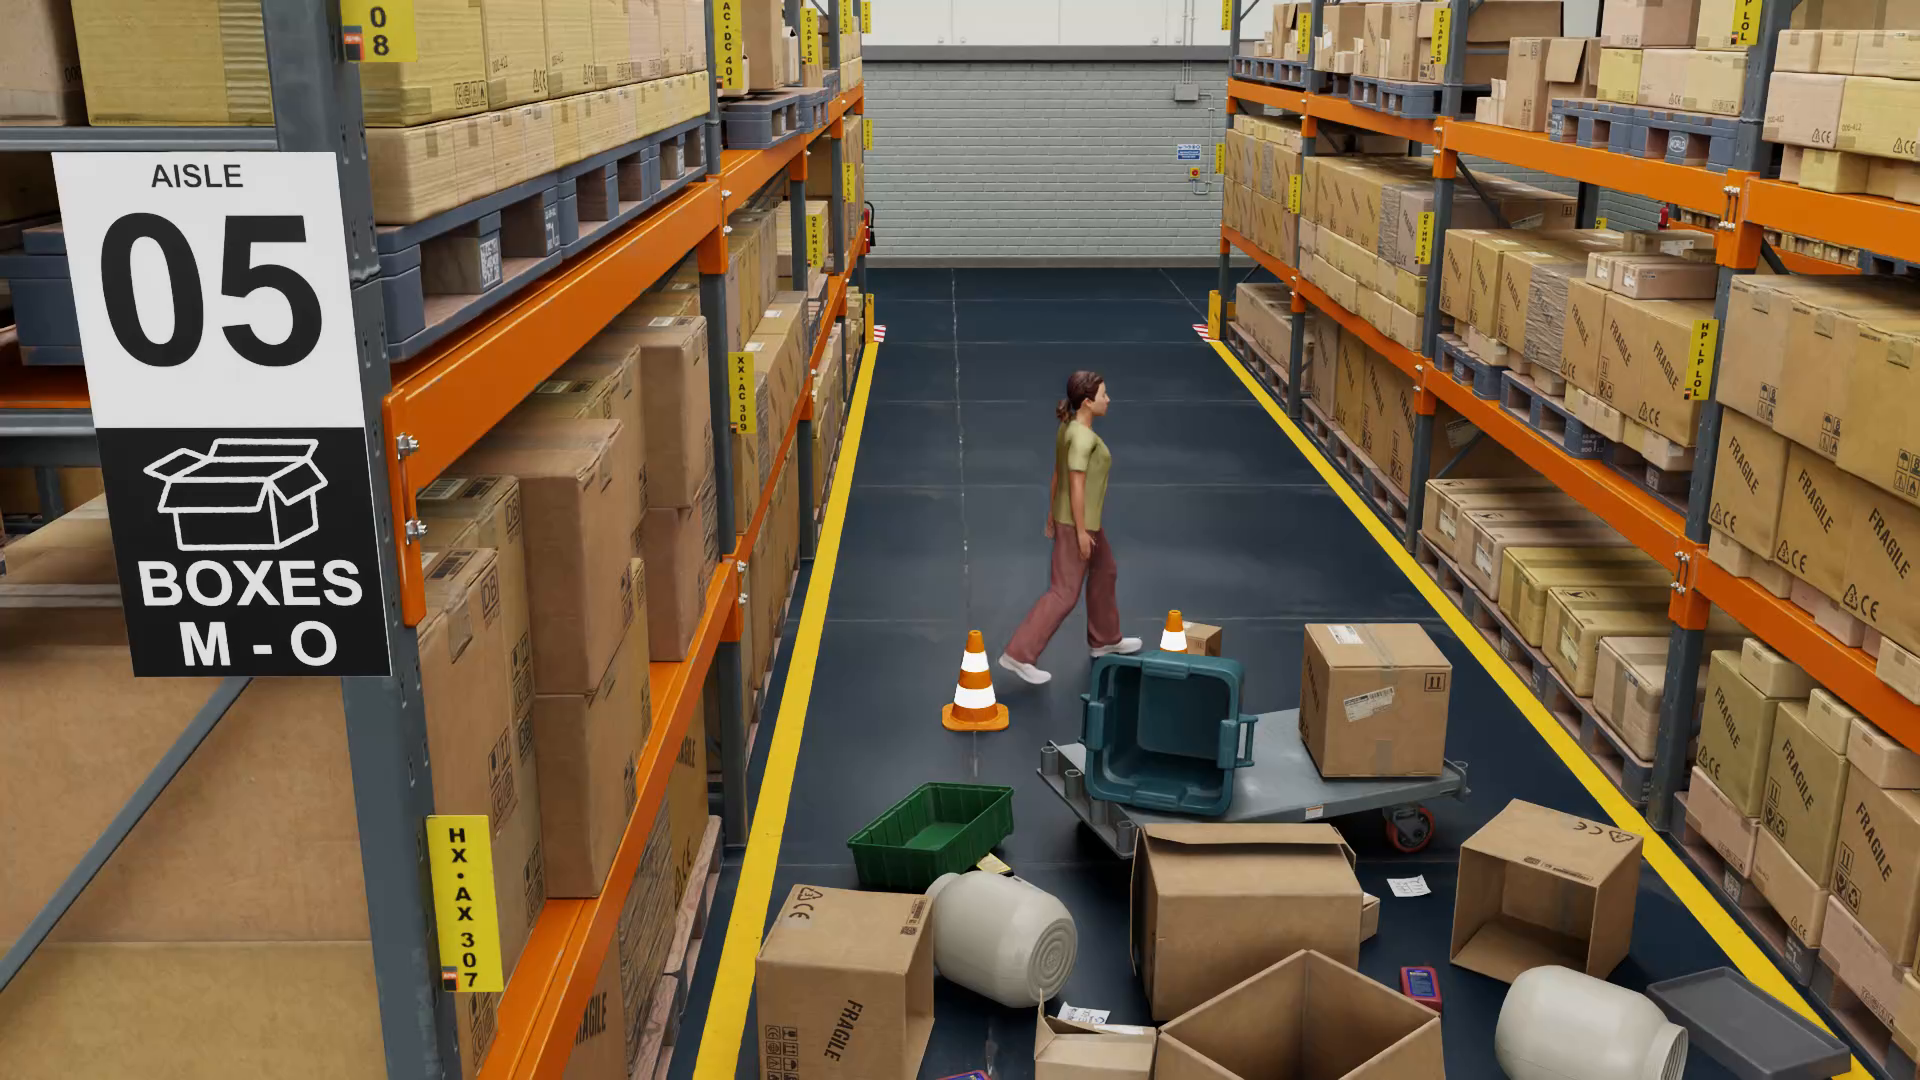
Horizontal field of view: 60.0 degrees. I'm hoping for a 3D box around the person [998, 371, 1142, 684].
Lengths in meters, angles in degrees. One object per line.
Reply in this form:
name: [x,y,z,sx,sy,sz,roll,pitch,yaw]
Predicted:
person: [0.618,-0.080,8.838,0.850,1.637,0.573,-2,17,-5]
